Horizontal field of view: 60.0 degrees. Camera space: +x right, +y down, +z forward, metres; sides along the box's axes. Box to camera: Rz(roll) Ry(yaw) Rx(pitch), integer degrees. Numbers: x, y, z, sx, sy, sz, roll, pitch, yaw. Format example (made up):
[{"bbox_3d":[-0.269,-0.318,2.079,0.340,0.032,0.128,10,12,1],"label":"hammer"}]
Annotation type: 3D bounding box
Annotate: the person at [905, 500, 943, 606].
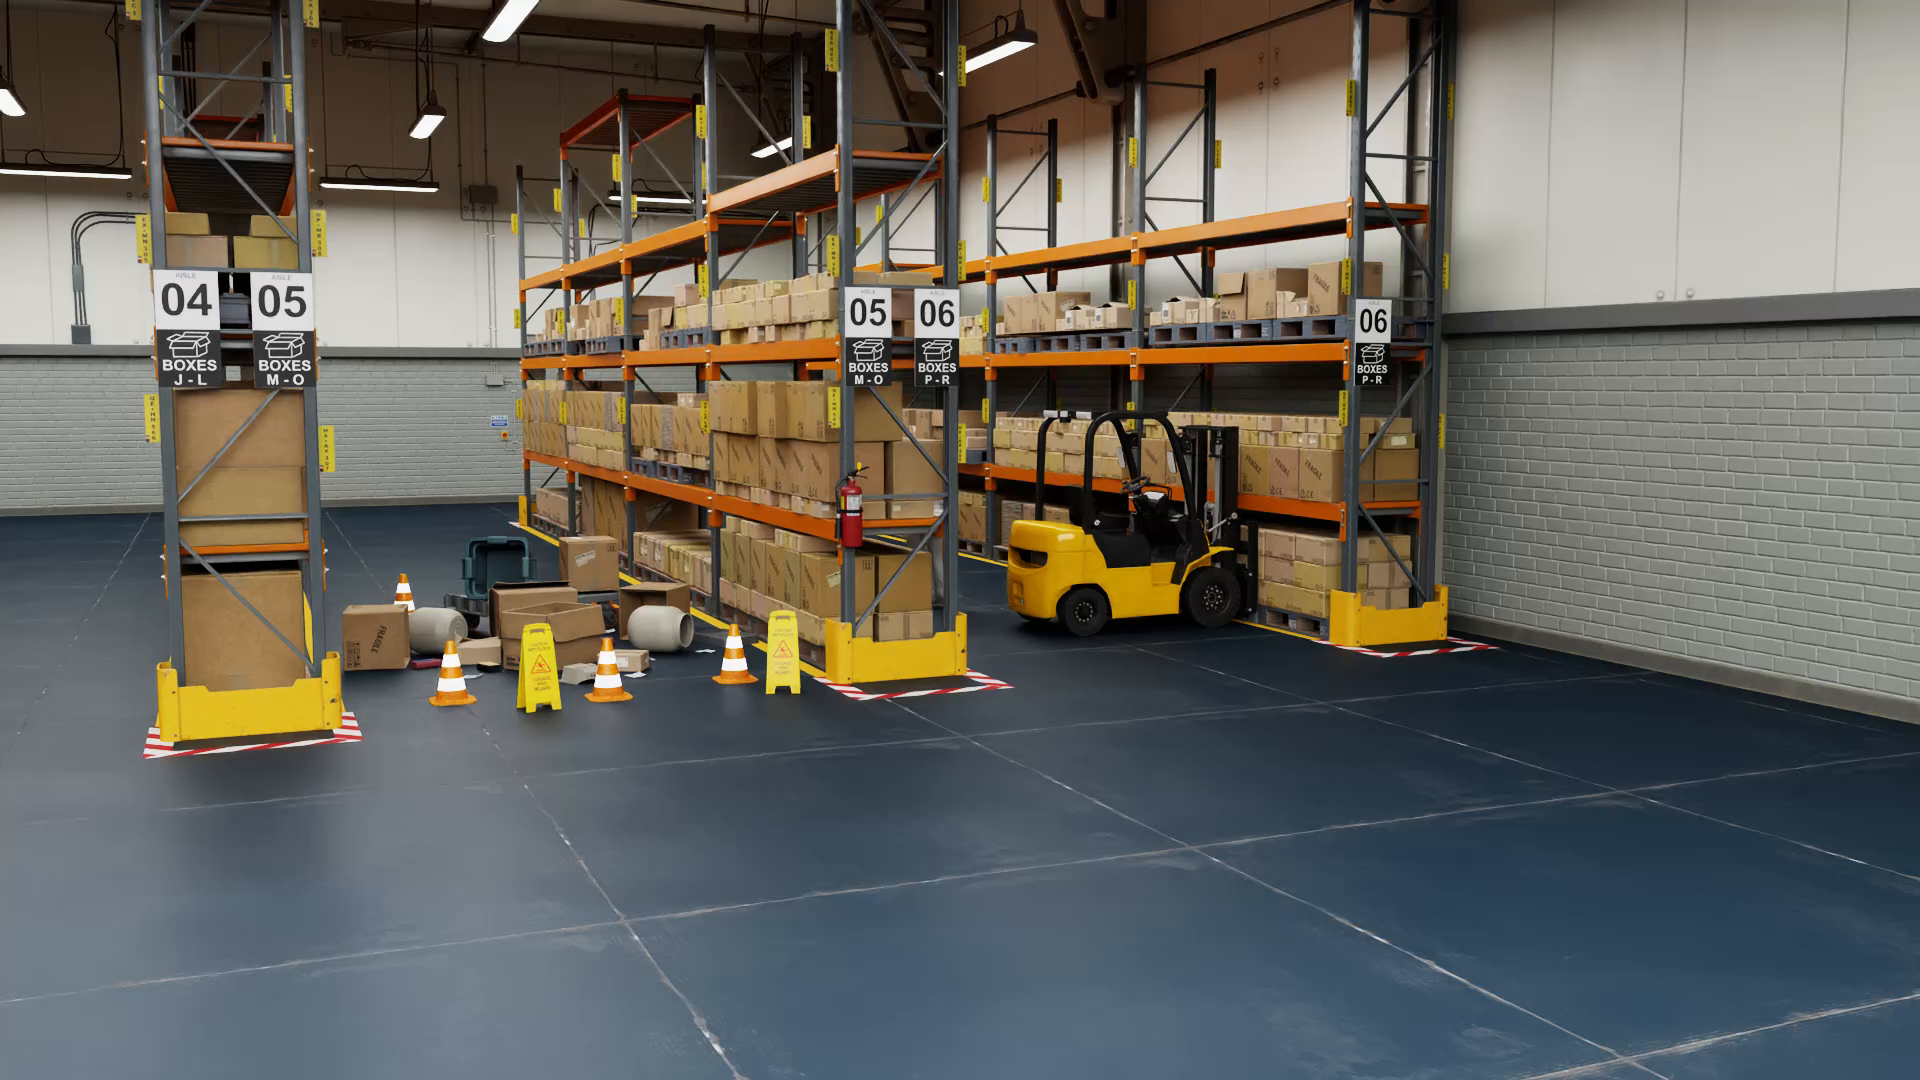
[{"bbox_3d":[-0.333,-0.110,17.993,0.510,1.672,0.477,5,7,41],"label":"person"}]
